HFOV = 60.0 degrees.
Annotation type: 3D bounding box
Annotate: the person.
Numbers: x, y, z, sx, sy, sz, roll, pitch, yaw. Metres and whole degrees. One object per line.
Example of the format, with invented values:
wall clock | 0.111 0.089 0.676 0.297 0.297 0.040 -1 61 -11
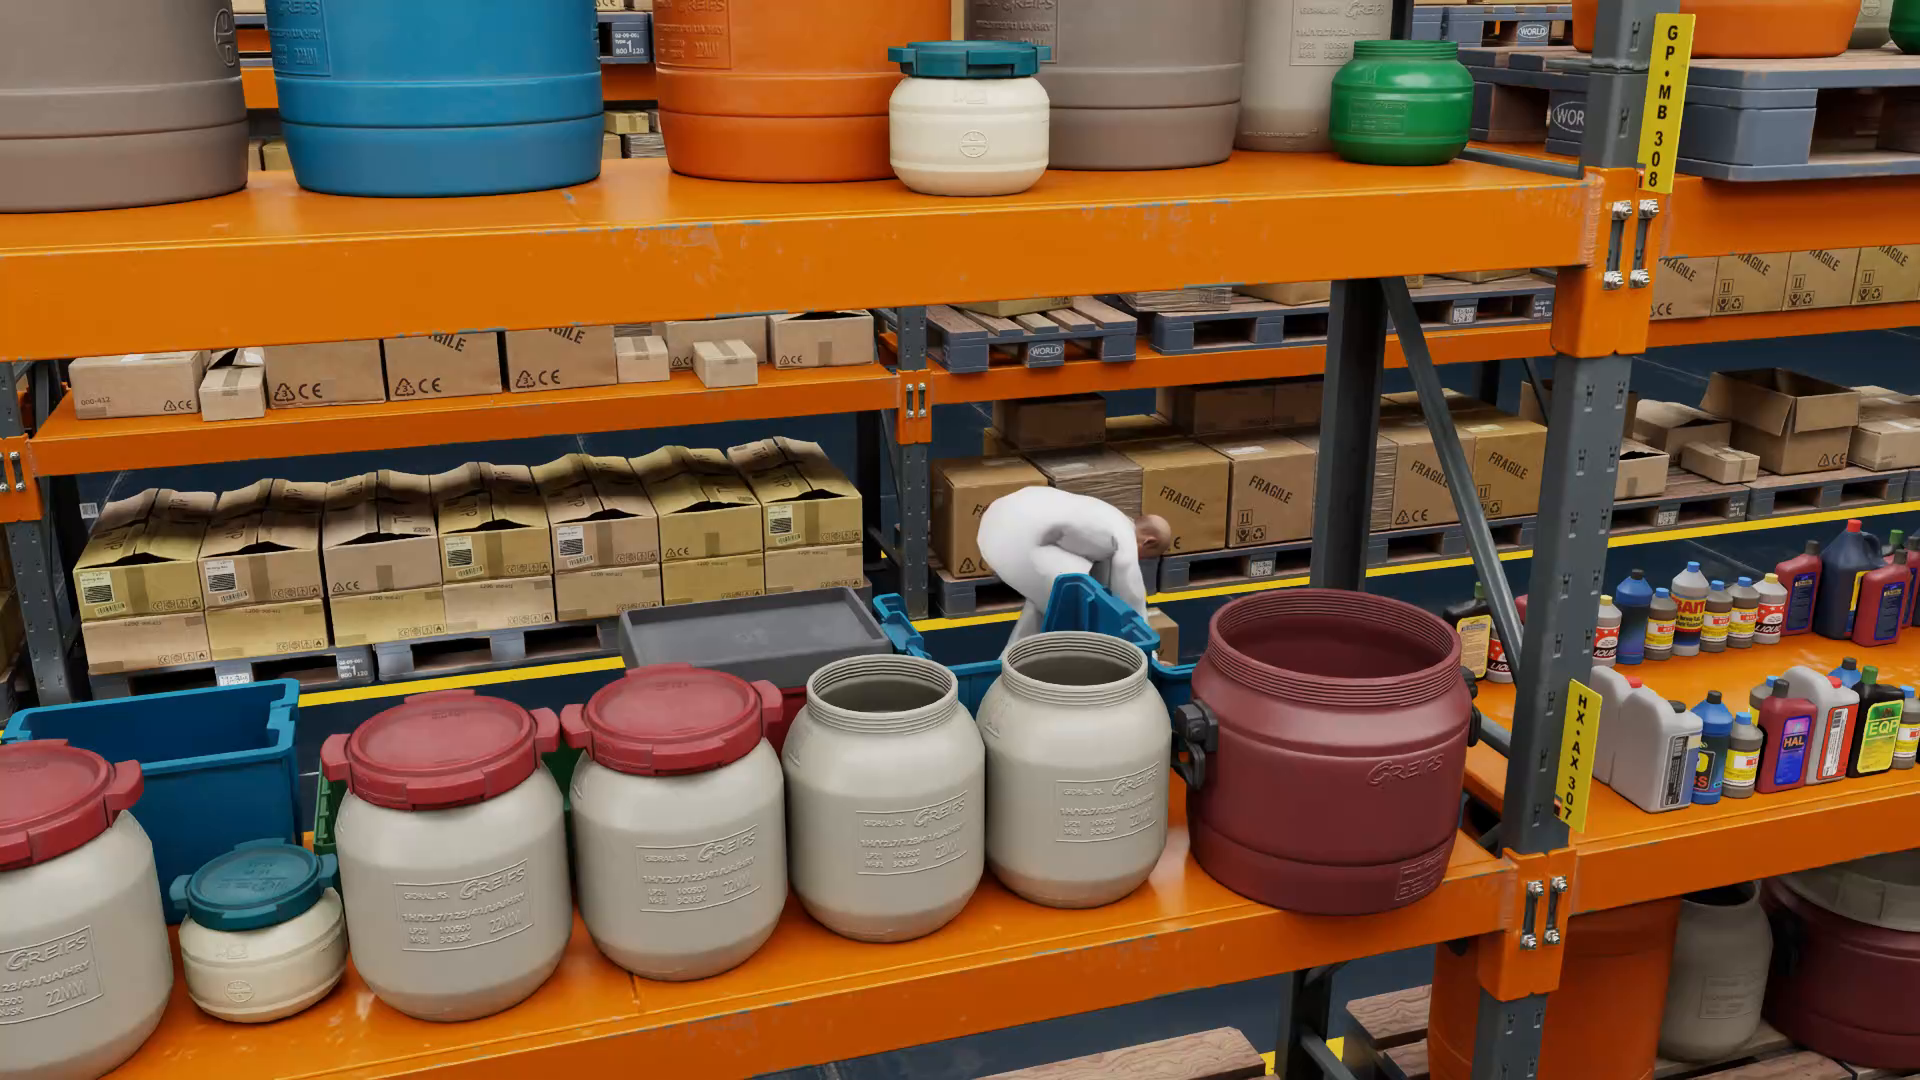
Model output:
person | 0.533 0.220 7.647 0.942 0.995 0.592 -7 20 -20
